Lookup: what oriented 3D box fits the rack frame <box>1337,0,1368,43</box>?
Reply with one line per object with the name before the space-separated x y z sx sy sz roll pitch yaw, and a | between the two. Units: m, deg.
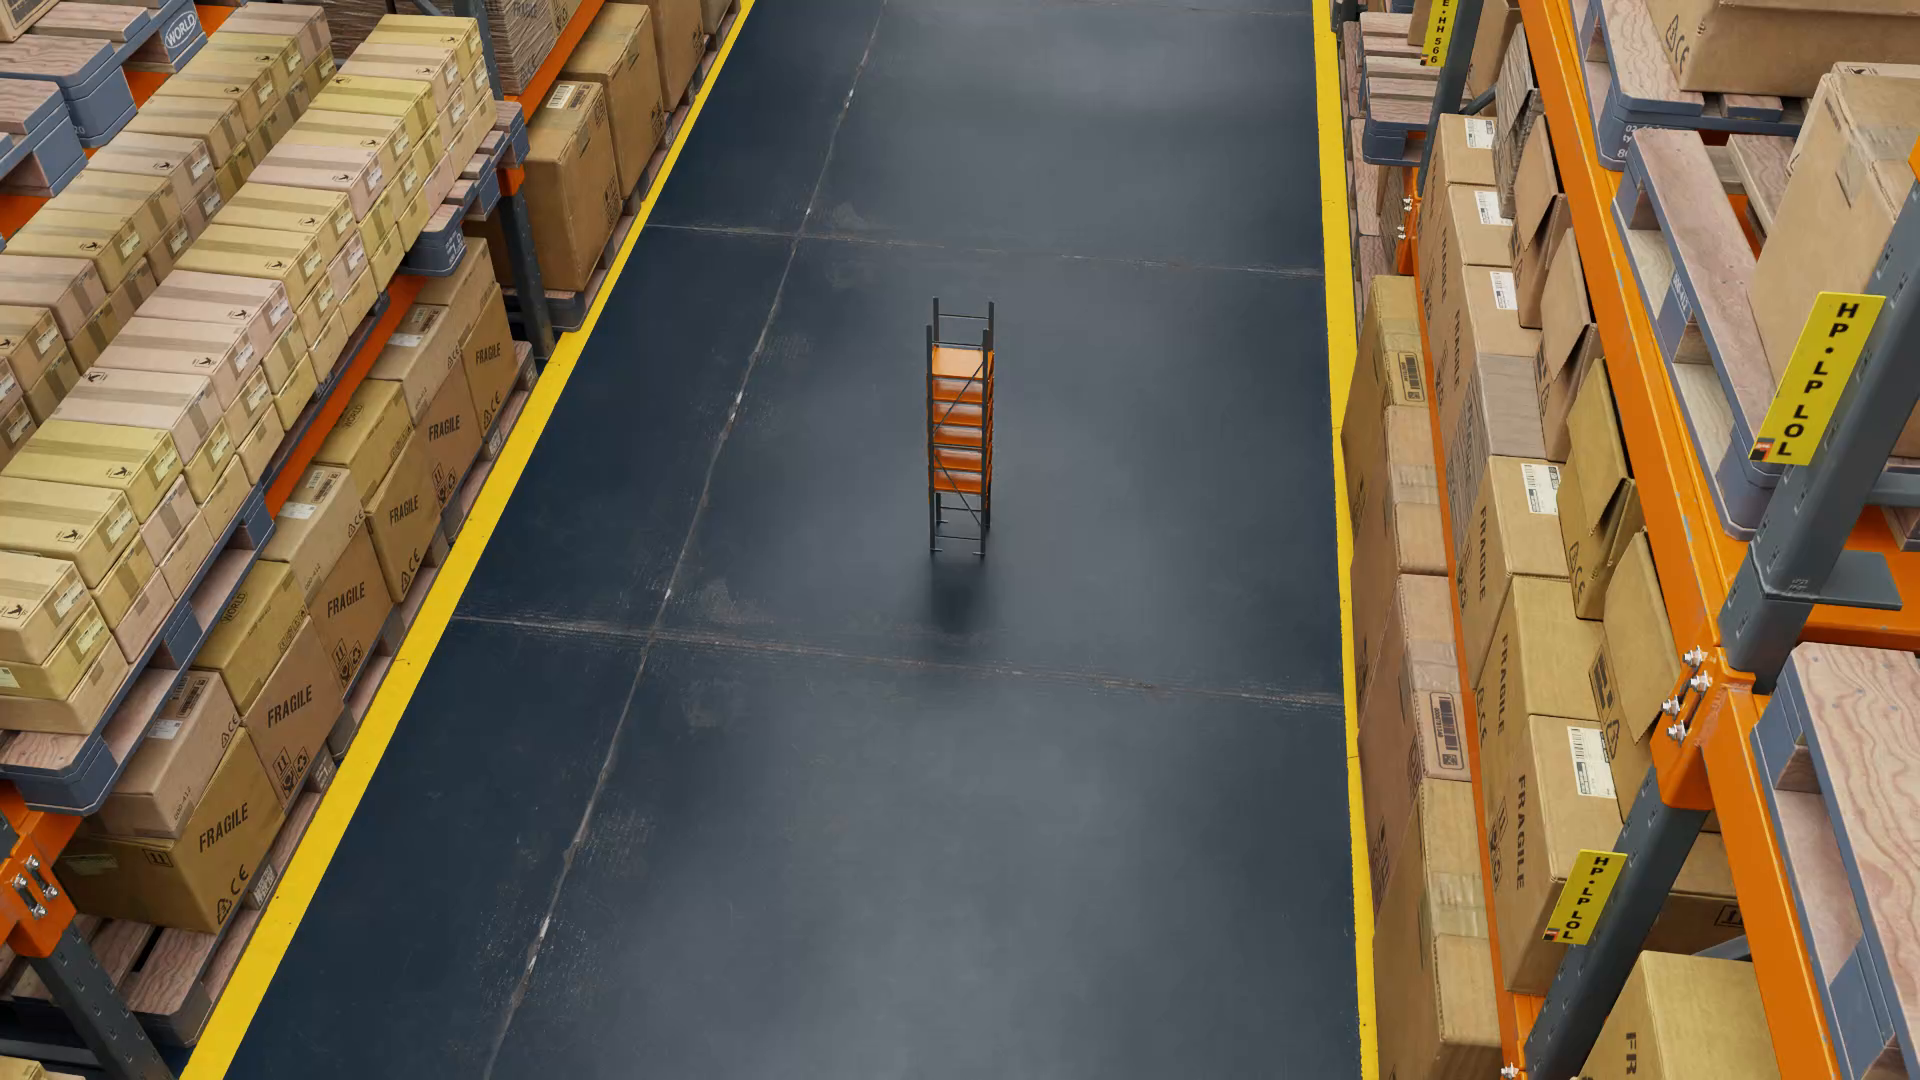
rack frame | 2.915 -4.261 9.591 1.000 3.000 0.127 5 44 6

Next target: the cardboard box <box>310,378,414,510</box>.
cardboard box | -2.486 -0.392 6.472 0.500 0.250 0.500 6 44 6

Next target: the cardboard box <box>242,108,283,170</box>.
cardboard box | -2.845 -1.546 6.384 0.380 0.149 0.250 4 44 4

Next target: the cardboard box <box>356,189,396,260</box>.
cardboard box | -2.265 -1.145 5.960 0.380 0.149 0.250 5 44 5

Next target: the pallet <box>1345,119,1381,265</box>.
pallet | 2.655 -1.884 9.109 1.003 0.211 1.213 5 44 6

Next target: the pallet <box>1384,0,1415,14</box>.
pallet | 2.607 -2.818 8.207 1.003 0.211 1.213 5 44 6

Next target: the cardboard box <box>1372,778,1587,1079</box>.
cardboard box | 1.922 1.372 4.882 1.225 0.875 0.875 5 44 6

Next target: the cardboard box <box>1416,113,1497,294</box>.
cardboard box | 2.052 -1.265 6.354 0.500 0.500 0.500 6 44 7

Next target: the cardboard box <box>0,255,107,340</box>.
cardboard box | -3.013 -0.786 5.365 0.380 0.149 0.250 3 44 4

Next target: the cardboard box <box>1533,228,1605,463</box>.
cardboard box | 2.103 -0.537 4.856 0.797 0.503 0.637 7 44 7

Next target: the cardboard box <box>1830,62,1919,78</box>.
cardboard box | 2.203 -0.961 3.801 0.380 0.149 0.250 4 44 4

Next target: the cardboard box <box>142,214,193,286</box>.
cardboard box | -2.948 -1.035 5.845 0.380 0.149 0.250 5 44 5

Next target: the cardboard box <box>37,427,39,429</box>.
cardboard box | -3.056 -0.386 5.376 0.380 0.149 0.250 4 44 4

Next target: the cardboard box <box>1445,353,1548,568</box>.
cardboard box | 1.854 -0.223 5.254 0.500 0.500 0.500 5 44 6

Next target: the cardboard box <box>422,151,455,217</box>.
cardboard box | -2.194 -1.394 6.440 0.380 0.149 0.250 6 44 6

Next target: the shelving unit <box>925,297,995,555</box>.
shelving unit | 0.002 -0.446 6.870 0.258 1.200 0.189 5 44 6

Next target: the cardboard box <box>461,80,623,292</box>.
cardboard box | -2.347 -1.797 8.320 1.050 0.750 0.750 5 44 5

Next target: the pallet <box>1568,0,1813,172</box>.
pallet | 2.209 -1.350 4.472 1.003 0.211 1.213 7 44 7

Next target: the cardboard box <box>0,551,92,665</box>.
cardboard box | -2.538 0.167 4.359 0.380 0.149 0.250 7 44 8

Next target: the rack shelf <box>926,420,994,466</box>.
rack shelf | 0.002 -0.413 6.901 0.258 0.103 0.180 5 44 6

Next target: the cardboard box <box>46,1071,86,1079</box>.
cardboard box | -2.772 1.689 4.858 0.380 0.149 0.250 6 44 6

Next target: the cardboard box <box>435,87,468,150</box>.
cardboard box | -2.164 -1.664 6.509 0.380 0.149 0.250 7 44 7

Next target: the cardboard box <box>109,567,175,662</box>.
cardboard box | -2.507 0.194 4.763 0.380 0.149 0.250 6 44 6

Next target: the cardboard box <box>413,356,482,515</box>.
cardboard box | -2.417 -0.474 7.104 0.500 0.500 0.500 7 44 7

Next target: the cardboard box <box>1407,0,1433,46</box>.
cardboard box | 2.393 -2.485 7.337 0.700 0.500 0.500 11 45 12

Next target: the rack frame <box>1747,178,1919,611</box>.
rack frame | 1.858 -0.988 1.770 1.000 3.000 0.127 5 44 6

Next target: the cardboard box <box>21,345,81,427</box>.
cardboard box | -3.052 -0.500 5.279 0.380 0.149 0.250 3 44 3

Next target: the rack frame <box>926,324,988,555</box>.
rack frame | -0.010 -0.383 6.804 0.240 1.200 0.006 5 44 6

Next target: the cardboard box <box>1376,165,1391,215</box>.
cardboard box | 2.584 -2.012 8.713 0.700 0.500 0.500 9 44 9

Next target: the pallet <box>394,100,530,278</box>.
pallet | -2.505 -1.490 6.804 1.213 0.211 1.003 5 44 6

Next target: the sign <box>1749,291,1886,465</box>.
sign | 1.318 -0.243 2.561 0.100 0.325 0.005 5 44 6

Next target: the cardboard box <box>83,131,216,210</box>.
cardboard box | -2.909 -1.320 5.929 0.380 0.149 0.250 7 44 7

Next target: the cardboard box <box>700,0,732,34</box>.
cardboard box | -1.981 -3.685 10.314 1.050 0.750 0.750 5 44 5

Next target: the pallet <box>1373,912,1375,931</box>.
pallet | 1.885 1.671 5.354 1.003 0.211 1.213 5 44 6

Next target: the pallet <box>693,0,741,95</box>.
pallet | -2.015 -3.236 10.536 1.003 0.211 1.213 5 44 6

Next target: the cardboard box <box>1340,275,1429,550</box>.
cardboard box | 2.274 -0.448 6.803 1.225 0.875 0.875 3 44 4

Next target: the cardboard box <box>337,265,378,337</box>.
cardboard box | -2.301 -0.865 5.881 0.380 0.149 0.250 6 44 7

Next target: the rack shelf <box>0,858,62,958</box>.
rack shelf | -3.310 2.295 3.190 1.077 0.370 4.000 5 44 6

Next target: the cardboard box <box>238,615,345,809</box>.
cardboard box | -2.617 0.586 5.984 0.500 0.500 0.500 7 44 7

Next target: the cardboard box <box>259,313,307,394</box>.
cardboard box | -2.369 -0.619 5.406 0.380 0.149 0.250 5 44 5

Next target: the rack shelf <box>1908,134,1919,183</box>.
rack shelf | 2.122 -1.944 3.595 1.077 0.370 4.000 5 44 6

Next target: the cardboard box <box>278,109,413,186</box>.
cardboard box | -2.229 -1.425 6.040 0.380 0.149 0.250 6 44 7

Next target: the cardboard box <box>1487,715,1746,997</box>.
cardboard box | 1.649 0.811 4.161 0.500 0.500 0.500 5 44 6

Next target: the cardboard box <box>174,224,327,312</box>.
cardboard box | -2.335 -0.898 5.484 0.380 0.149 0.250 6 44 7

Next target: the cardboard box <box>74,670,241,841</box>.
cardboard box | -2.686 0.674 5.345 0.500 0.250 0.500 3 44 4

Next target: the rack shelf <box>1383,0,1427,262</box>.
rack shelf | 2.651 -2.637 8.399 1.077 0.370 4.000 5 44 6

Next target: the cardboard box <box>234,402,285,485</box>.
cardboard box | -2.402 -0.321 5.307 0.380 0.149 0.250 3 44 4

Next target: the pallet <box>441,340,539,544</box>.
pallet | -2.621 -0.510 7.657 1.003 0.211 1.213 5 44 6

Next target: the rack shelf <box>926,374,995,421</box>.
rack shelf | 0.002 -0.588 6.736 0.258 0.103 0.180 5 44 6

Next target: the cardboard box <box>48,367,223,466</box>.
cardboard box | -2.435 -0.368 4.924 0.380 0.149 0.250 5 44 5

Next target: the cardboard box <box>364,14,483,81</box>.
cardboard box | -2.127 -1.957 6.601 0.380 0.149 0.250 4 44 4

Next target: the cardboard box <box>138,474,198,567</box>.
cardboard box | -2.472 -0.078 4.833 0.380 0.149 0.250 6 44 7

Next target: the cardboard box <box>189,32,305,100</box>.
cardboard box | -2.803 -1.851 6.491 0.380 0.149 0.250 4 44 4

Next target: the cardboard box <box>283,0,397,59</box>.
cardboard box | -2.723 -2.423 7.576 0.500 0.500 0.500 5 44 6
